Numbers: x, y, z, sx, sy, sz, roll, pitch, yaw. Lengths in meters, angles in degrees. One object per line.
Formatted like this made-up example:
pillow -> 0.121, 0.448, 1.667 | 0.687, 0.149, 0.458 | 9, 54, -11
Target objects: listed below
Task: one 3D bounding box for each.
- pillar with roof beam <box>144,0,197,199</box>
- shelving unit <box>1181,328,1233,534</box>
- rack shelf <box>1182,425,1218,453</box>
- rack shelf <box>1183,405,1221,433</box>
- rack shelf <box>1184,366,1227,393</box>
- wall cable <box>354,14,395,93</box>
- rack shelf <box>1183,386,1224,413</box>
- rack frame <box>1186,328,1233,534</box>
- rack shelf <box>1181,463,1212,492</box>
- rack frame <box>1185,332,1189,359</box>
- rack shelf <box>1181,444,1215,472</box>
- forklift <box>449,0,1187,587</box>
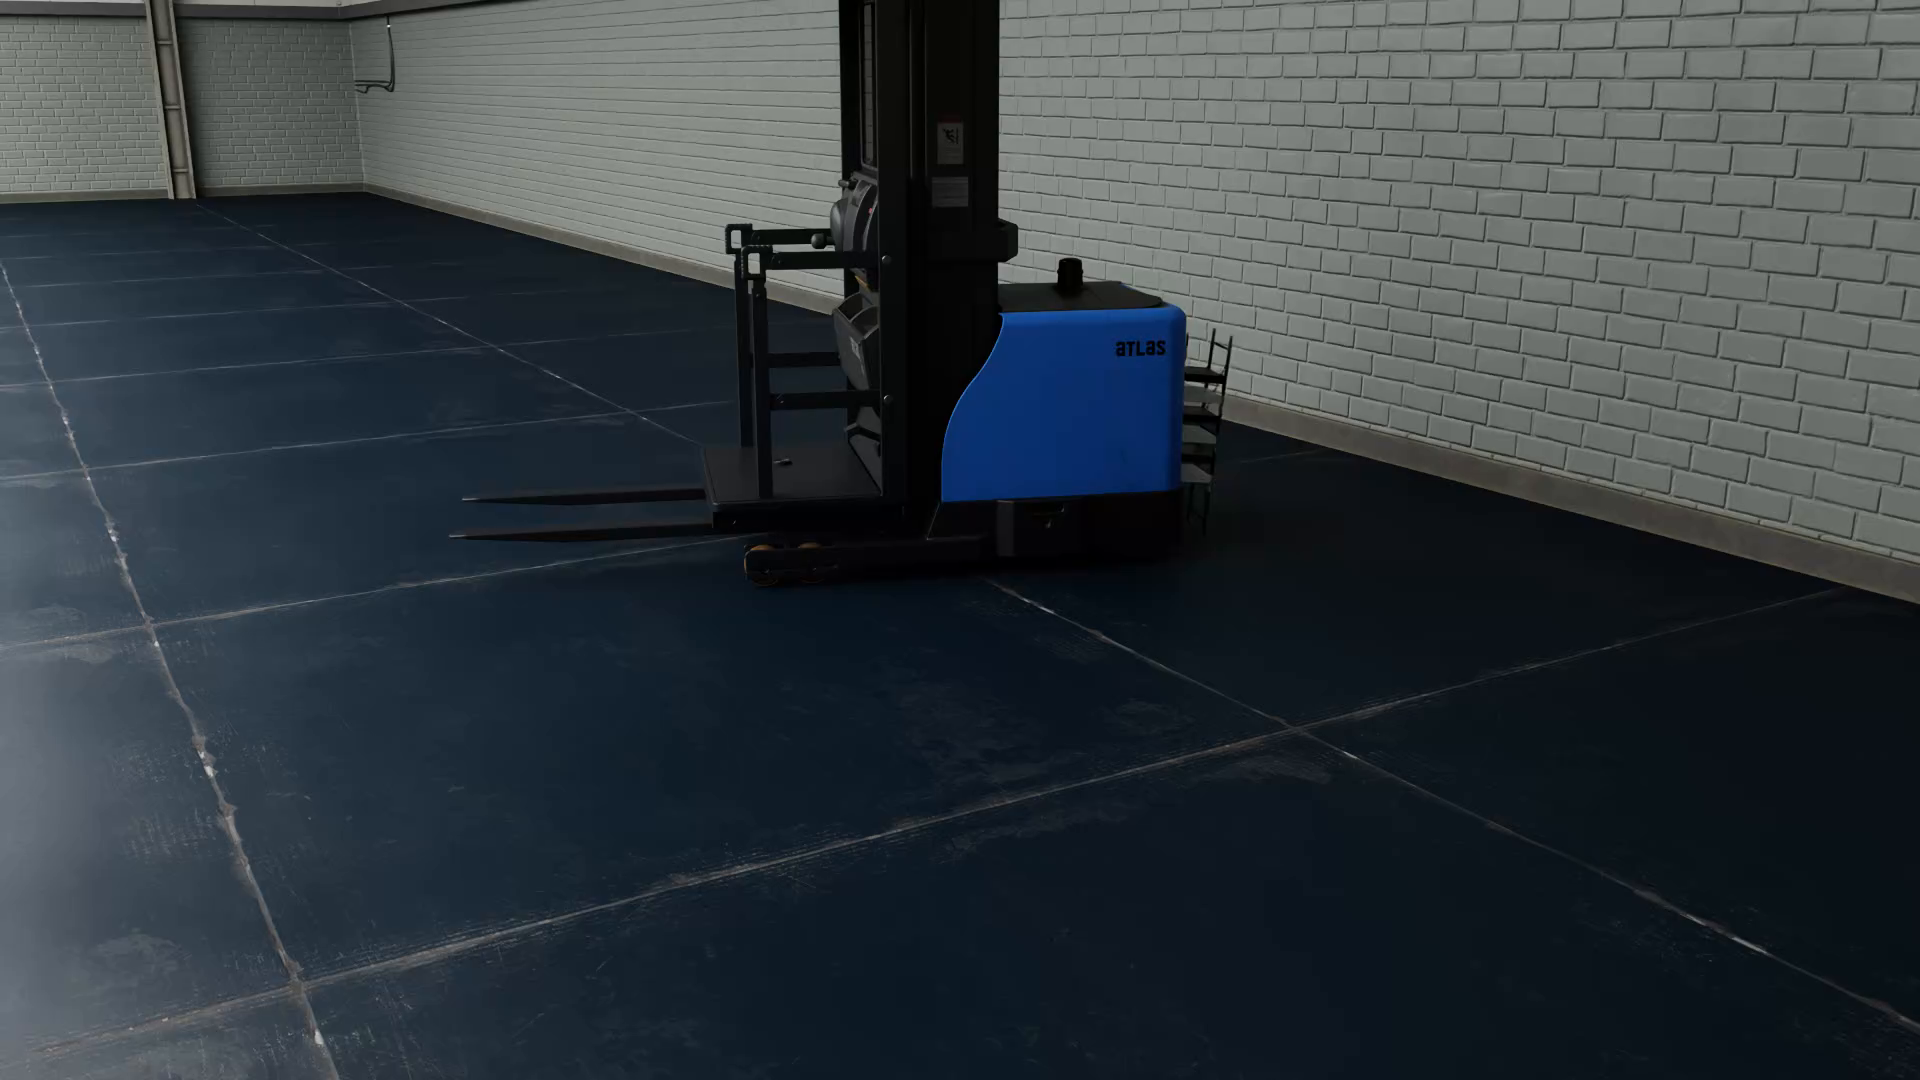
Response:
pillar with roof beam -> -10.791, -9.059, 23.053 | 0.400, 9.000, 9.100 | -9, 18, -30
shelving unit -> 1.023, -0.496, 7.478 | 0.210, 0.900, 0.258 | 3, 15, -12
rack shelf -> 1.020, -0.463, 7.486 | 0.200, 0.077, 0.258 | 3, 15, -12
rack shelf -> 1.029, -0.550, 7.464 | 0.200, 0.077, 0.258 | 3, 15, -12
rack shelf -> 1.047, -0.723, 7.419 | 0.200, 0.077, 0.258 | 3, 15, -12
wall cable -> -9.802, -8.663, 27.395 | 0.112, 2.526, 3.097 | -9, 18, -30
rack shelf -> 1.038, -0.637, 7.441 | 0.200, 0.077, 0.258 | 3, 15, -12
rack frame -> 1.123, -0.491, 7.500 | 0.006, 0.900, 0.240 | 3, 15, -12
rack shelf -> 1.002, -0.290, 7.531 | 0.200, 0.077, 0.258 | 3, 15, -12
rack frame -> 0.924, -0.500, 7.456 | 0.006, 0.900, 0.240 | 3, 15, -12
rack shelf -> 1.011, -0.377, 7.509 | 0.200, 0.077, 0.258 | 3, 15, -12
forklift -> -0.618, -1.378, 6.895 | 3.031, 2.935, 1.130 | -3, 16, -11
